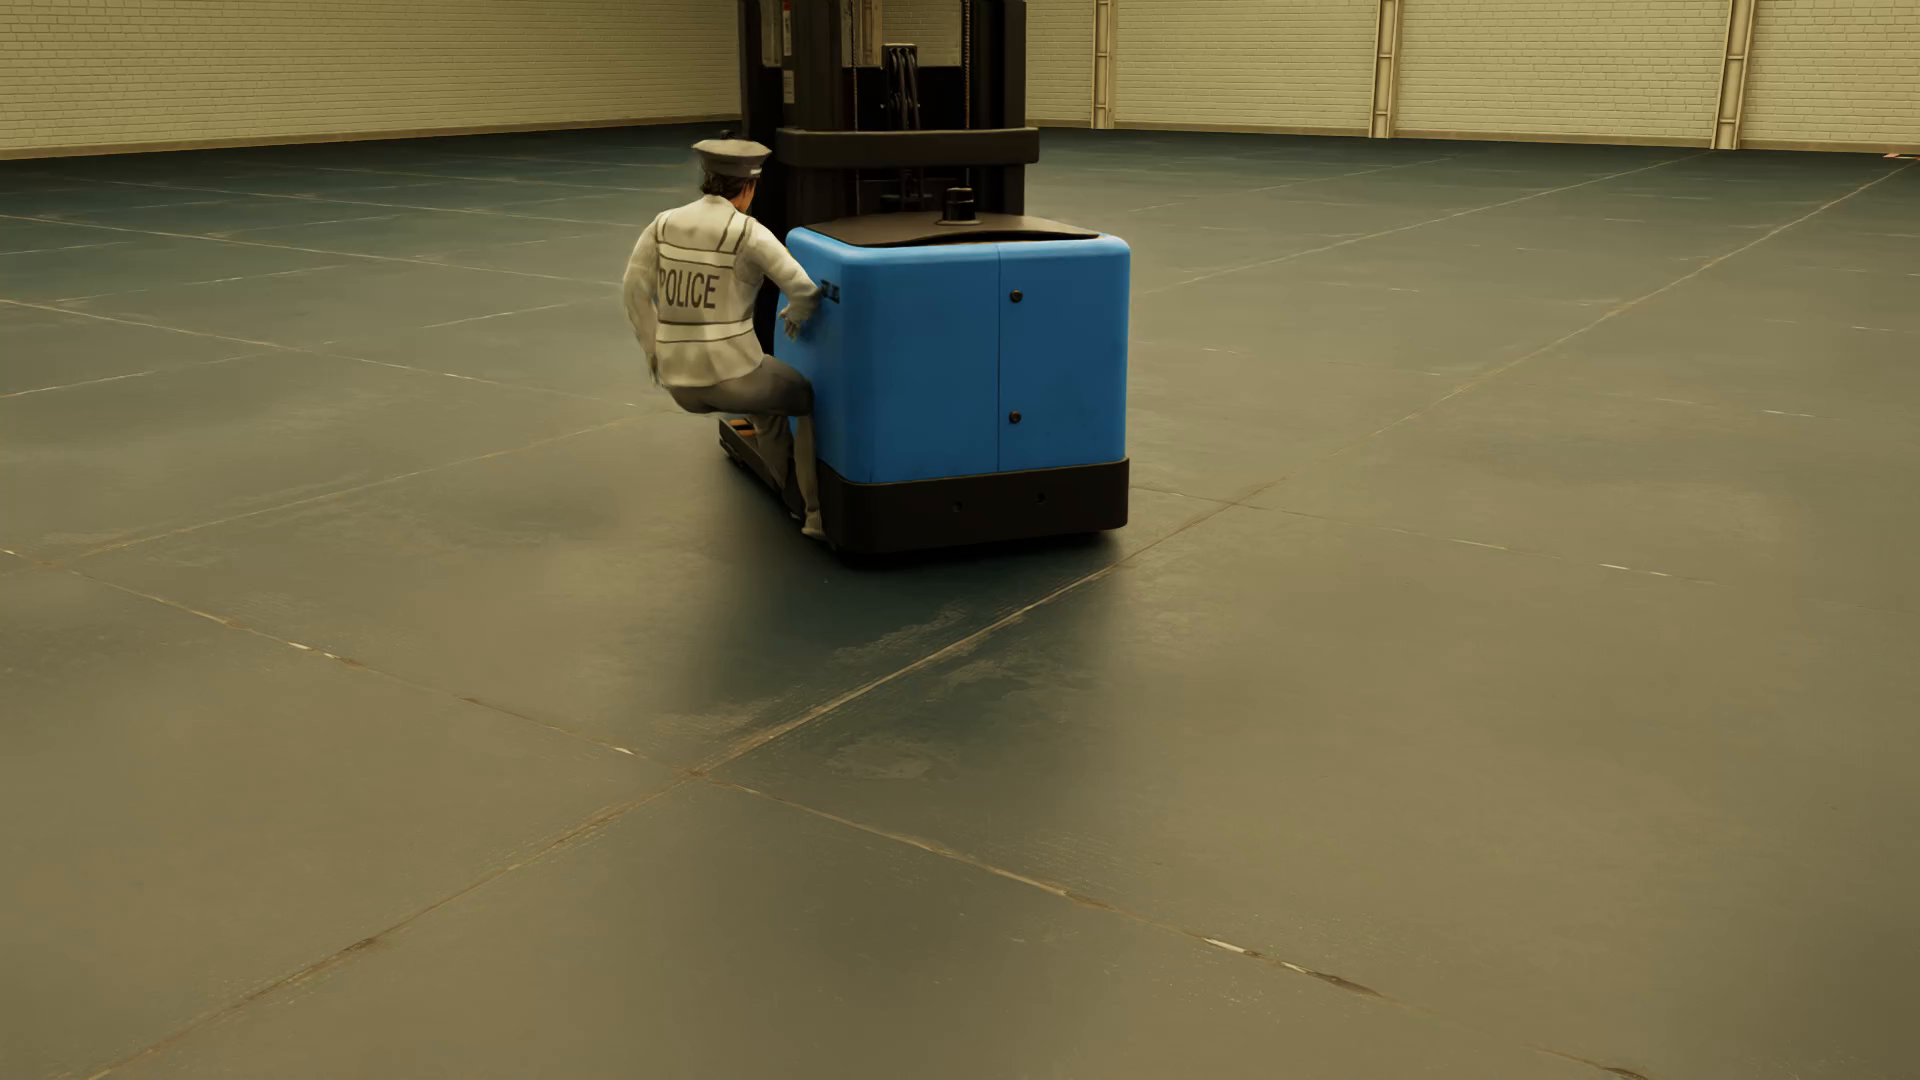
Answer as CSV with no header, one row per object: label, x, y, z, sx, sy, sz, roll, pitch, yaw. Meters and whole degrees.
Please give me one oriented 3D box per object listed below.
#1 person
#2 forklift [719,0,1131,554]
person,-0.703,-0.668,5.853,0.738,1.465,0.857,8,18,25
forklift,-0.390,-1.738,6.643,1.130,2.935,3.031,-6,18,-19
